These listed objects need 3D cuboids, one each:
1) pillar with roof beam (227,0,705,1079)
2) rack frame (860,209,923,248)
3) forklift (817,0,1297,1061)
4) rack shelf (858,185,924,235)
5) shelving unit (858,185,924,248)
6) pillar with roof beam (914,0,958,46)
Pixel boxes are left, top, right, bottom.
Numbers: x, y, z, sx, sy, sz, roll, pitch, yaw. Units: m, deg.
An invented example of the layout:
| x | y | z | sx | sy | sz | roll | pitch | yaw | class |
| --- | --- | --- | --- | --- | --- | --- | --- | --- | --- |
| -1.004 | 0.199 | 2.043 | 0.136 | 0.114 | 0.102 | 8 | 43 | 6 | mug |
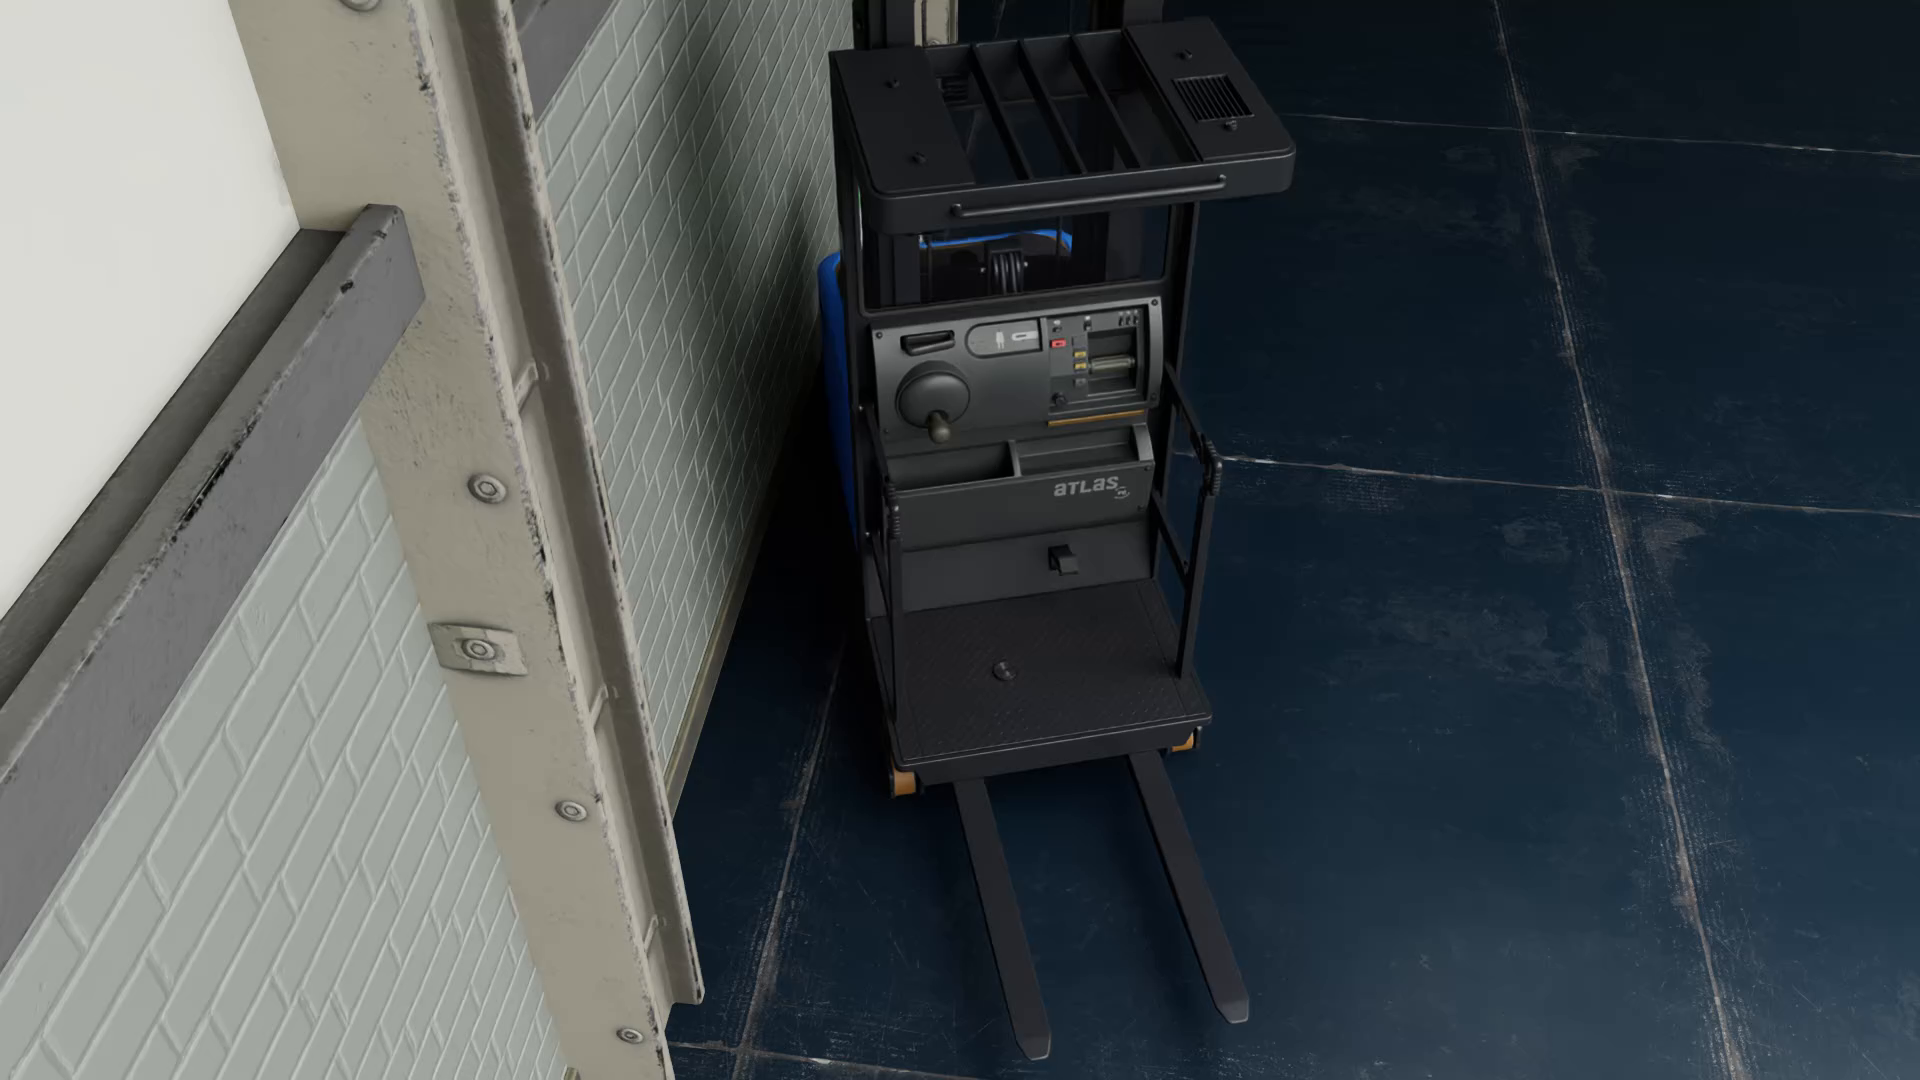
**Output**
| x | y | z | sx | sy | sz | roll | pitch | yaw | class |
| --- | --- | --- | --- | --- | --- | --- | --- | --- | --- |
| 3.284 | -1.338 | 1.618 | 9.100 | 9.000 | 0.400 | 5 | 44 | 6 | pillar with roof beam |
| -0.264 | -0.836 | 6.760 | 0.240 | 1.200 | 0.015 | -8 | 44 | -8 | rack frame |
| 0.231 | -0.456 | 5.099 | 1.130 | 2.935 | 3.031 | -8 | 44 | -8 | forklift |
| -0.312 | -1.303 | 6.648 | 0.258 | 0.148 | 0.480 | -8 | 44 | -8 | rack shelf |
| -0.312 | -1.000 | 6.934 | 0.258 | 1.200 | 0.503 | -8 | 44 | -8 | shelving unit |
| 4.077 | -5.427 | 5.937 | 9.100 | 9.000 | 0.400 | 5 | 44 | 6 | pillar with roof beam |
